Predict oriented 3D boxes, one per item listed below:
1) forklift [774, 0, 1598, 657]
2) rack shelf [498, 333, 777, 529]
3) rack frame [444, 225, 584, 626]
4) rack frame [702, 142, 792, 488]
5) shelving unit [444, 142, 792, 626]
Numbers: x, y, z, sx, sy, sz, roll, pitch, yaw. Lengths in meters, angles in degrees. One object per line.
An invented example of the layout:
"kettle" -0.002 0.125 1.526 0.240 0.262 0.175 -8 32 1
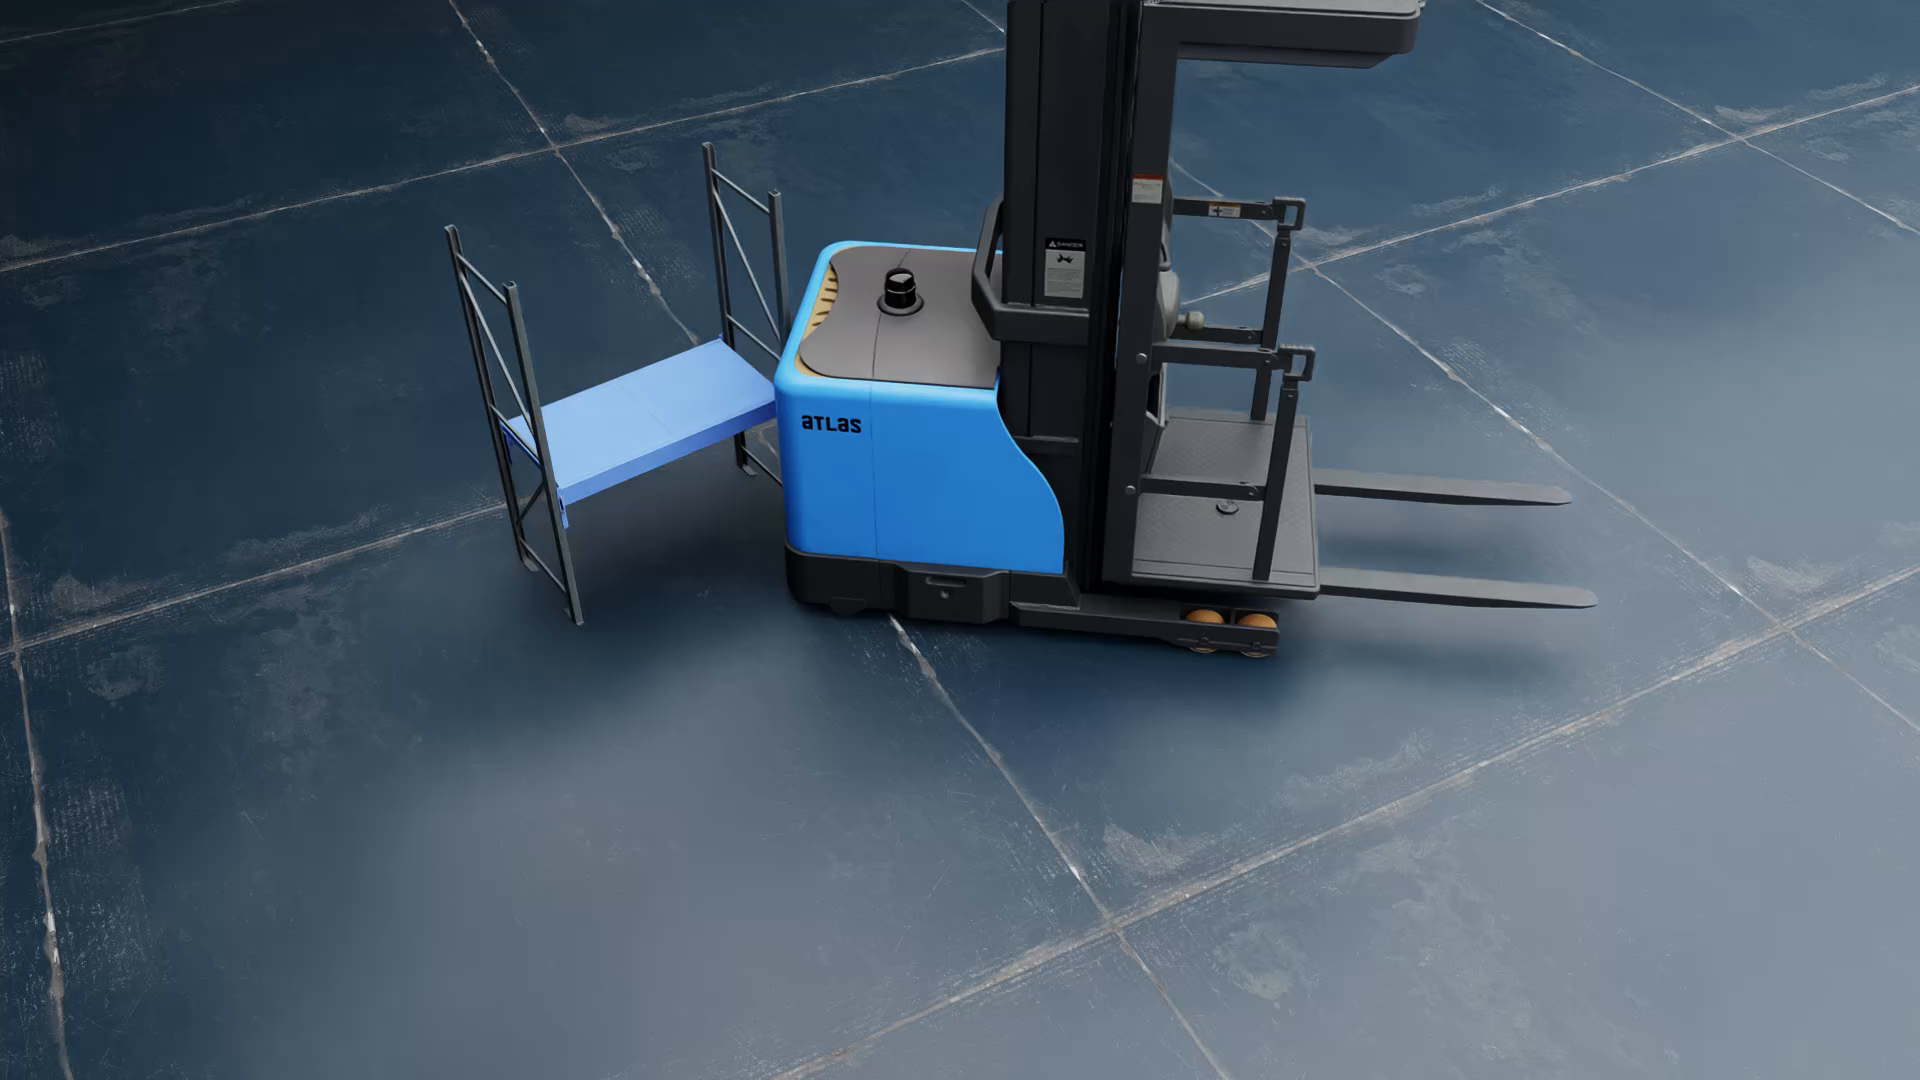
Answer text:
"forklift" 0.890 -1.046 5.717 3.031 2.935 1.130 5 40 5
"rack shelf" -1.199 -0.438 6.384 1.000 0.185 0.538 -26 47 -28
"rack frame" -1.604 -0.376 6.033 0.032 1.500 0.500 -26 47 -28
"rack frame" -0.795 -0.774 6.503 0.032 1.500 0.500 -26 47 -28
"shelving unit" -1.199 -0.575 6.268 1.048 1.500 0.538 -26 47 -28
